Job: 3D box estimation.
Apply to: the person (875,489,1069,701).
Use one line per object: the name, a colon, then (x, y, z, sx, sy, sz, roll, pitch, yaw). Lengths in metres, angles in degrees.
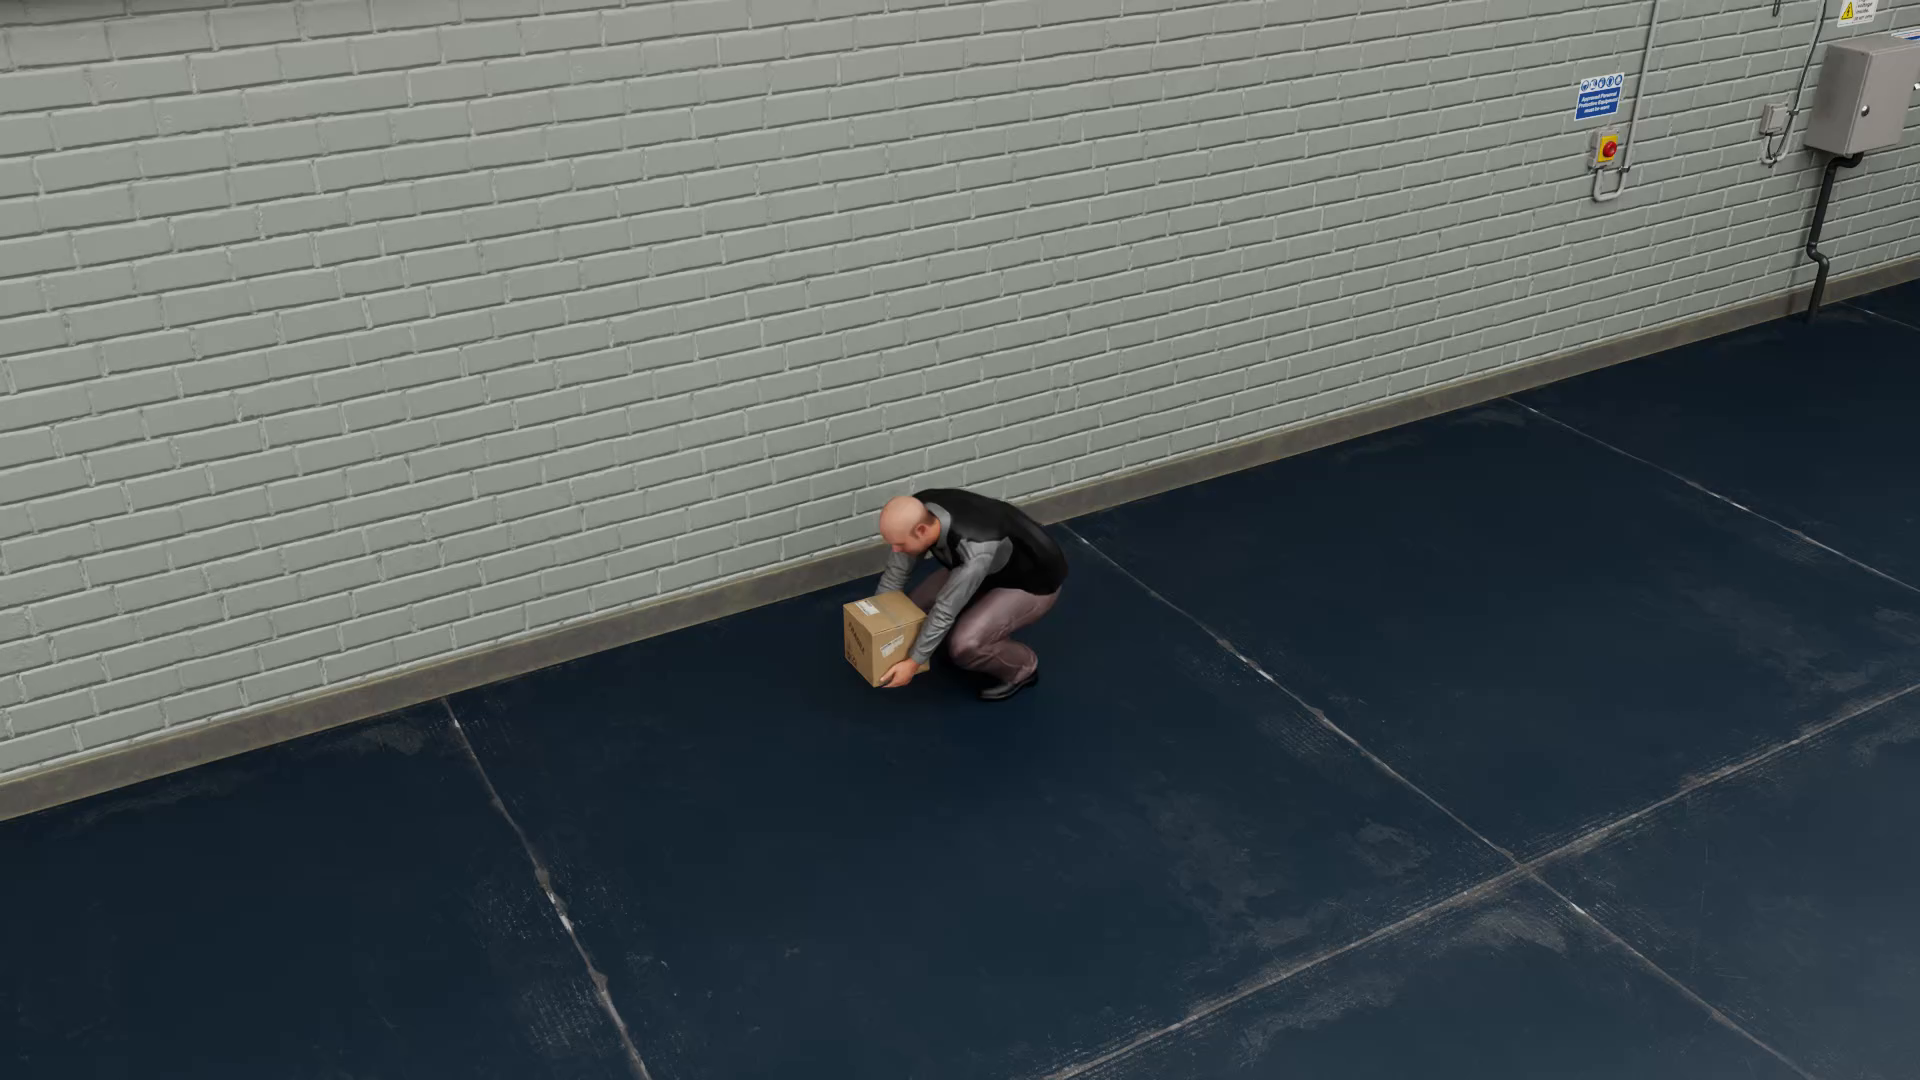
person: (0.007, 0.174, 6.633, 0.888, 0.967, 0.518, -16, 33, -27)
